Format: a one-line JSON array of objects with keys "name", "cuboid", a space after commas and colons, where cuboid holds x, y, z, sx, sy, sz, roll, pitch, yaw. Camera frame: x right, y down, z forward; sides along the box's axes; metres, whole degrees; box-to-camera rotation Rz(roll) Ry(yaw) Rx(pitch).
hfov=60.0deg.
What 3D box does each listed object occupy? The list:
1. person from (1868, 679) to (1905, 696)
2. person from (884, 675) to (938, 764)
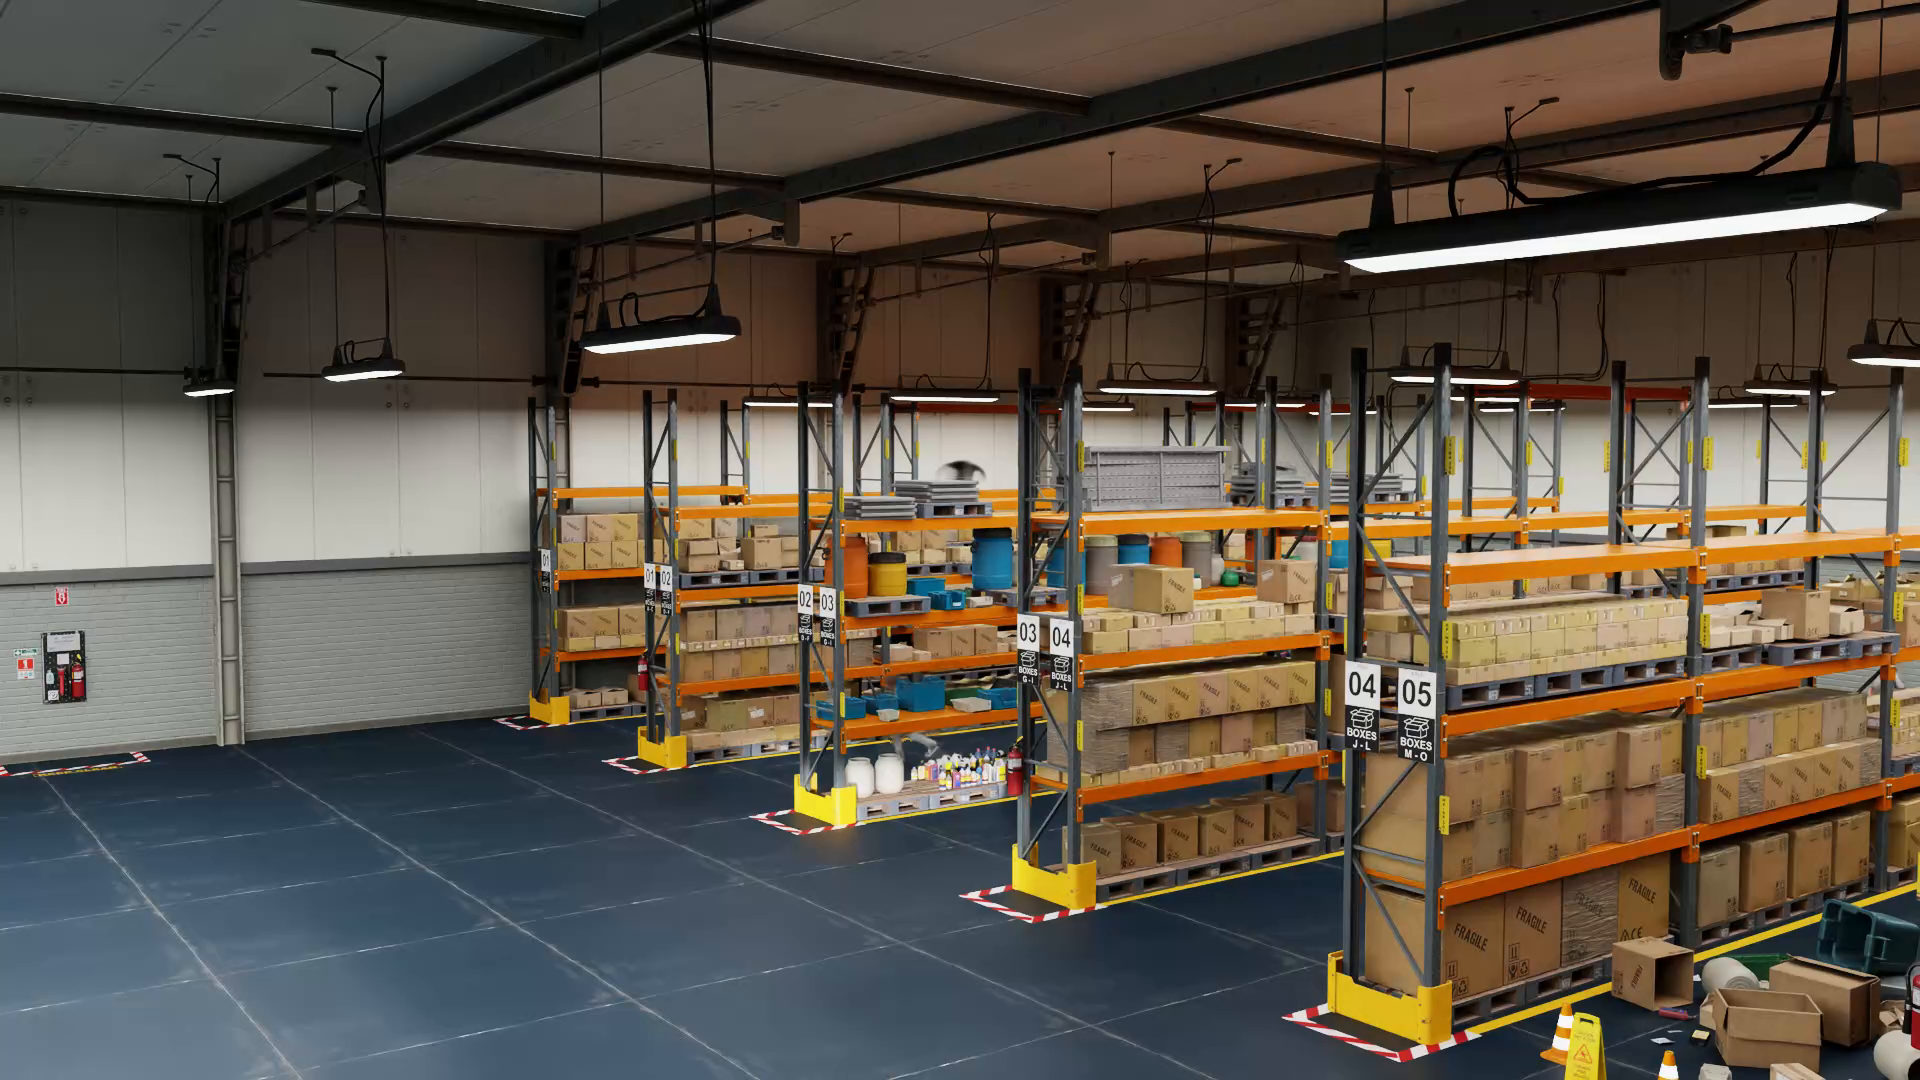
[{"name": "person", "cuboid": [14.922, 2.681, 26.814, 0.794, 1.580, 0.592, -1, 4, -18]}, {"name": "person", "cuboid": [-0.765, 2.889, 26.617, 0.976, 1.406, 0.522, -2, 4, -27]}]
